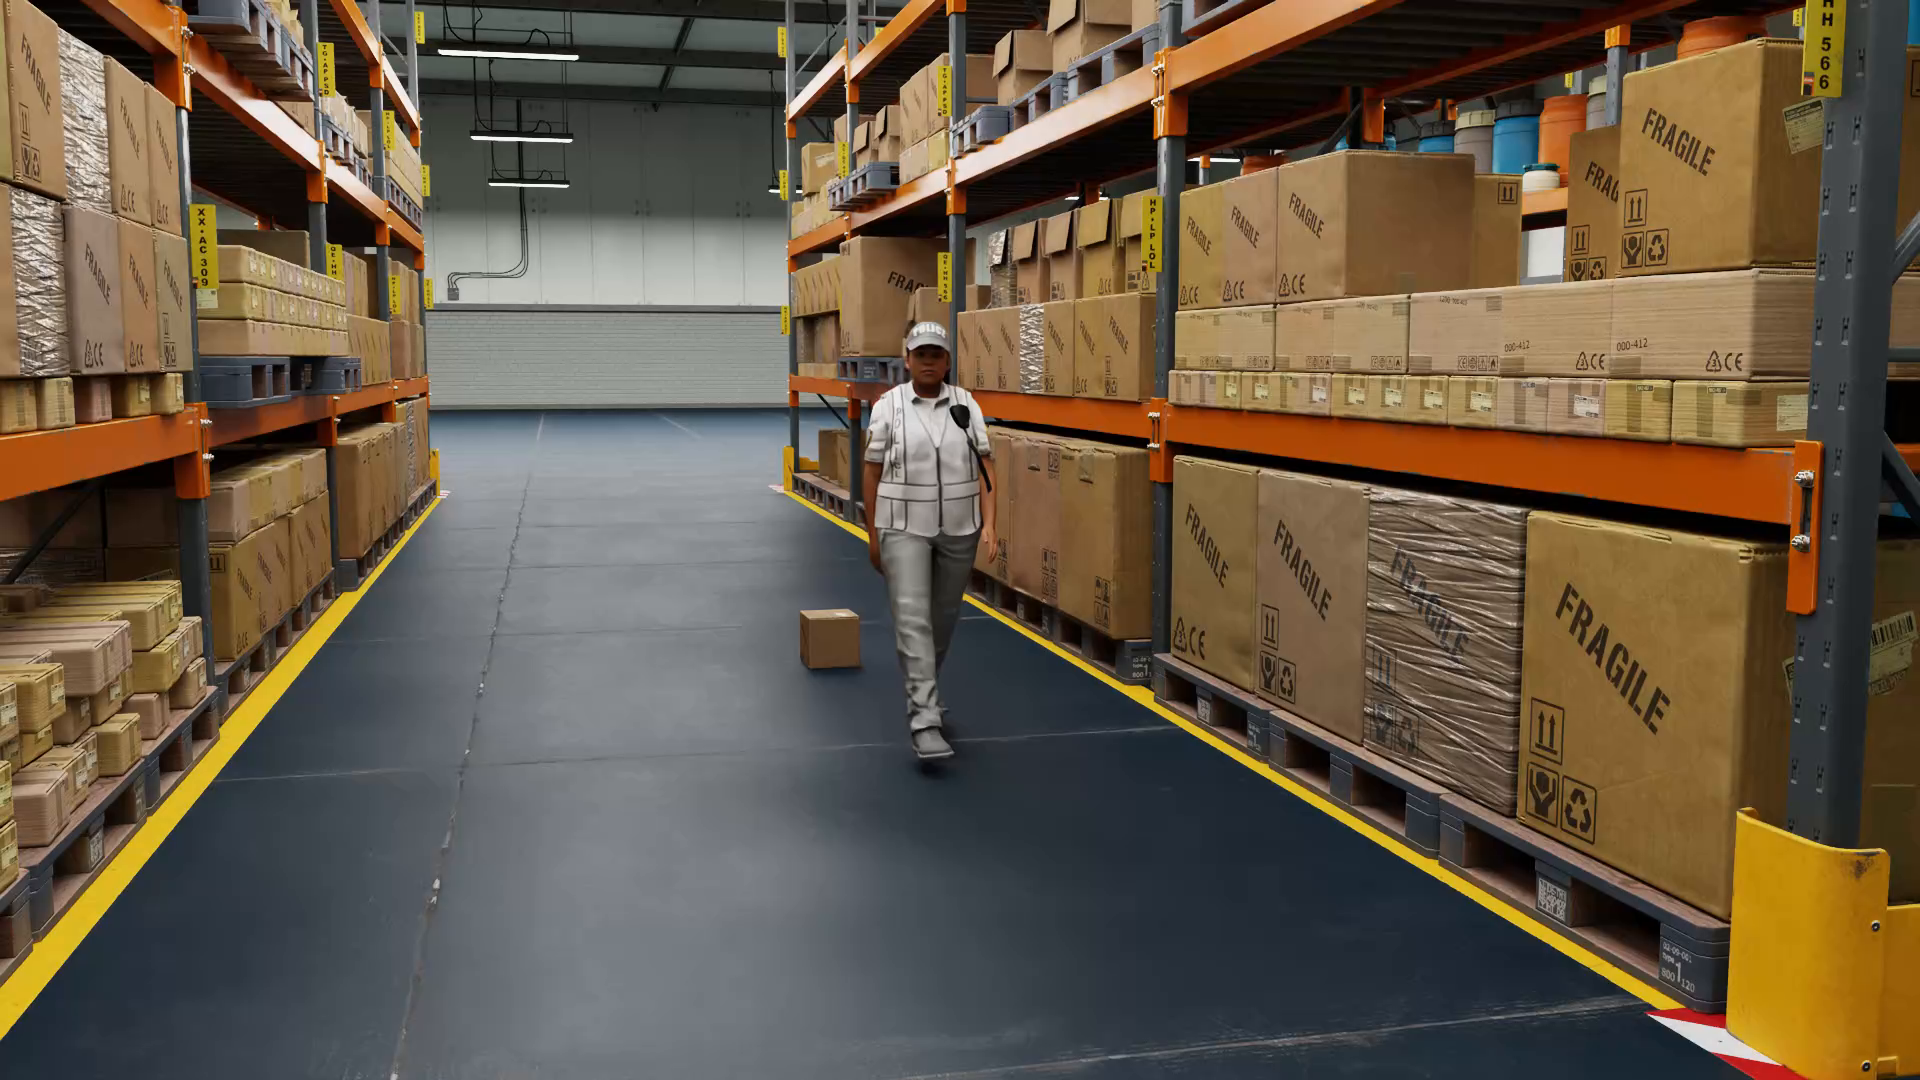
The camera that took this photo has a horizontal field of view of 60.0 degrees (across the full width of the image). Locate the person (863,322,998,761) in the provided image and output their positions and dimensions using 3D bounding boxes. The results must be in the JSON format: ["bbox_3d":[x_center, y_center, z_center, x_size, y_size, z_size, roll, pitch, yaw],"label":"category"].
[{"bbox_3d":[-0.097,-0.034,6.398,0.490,1.600,1.027,-2,7,-17],"label":"person"}]
